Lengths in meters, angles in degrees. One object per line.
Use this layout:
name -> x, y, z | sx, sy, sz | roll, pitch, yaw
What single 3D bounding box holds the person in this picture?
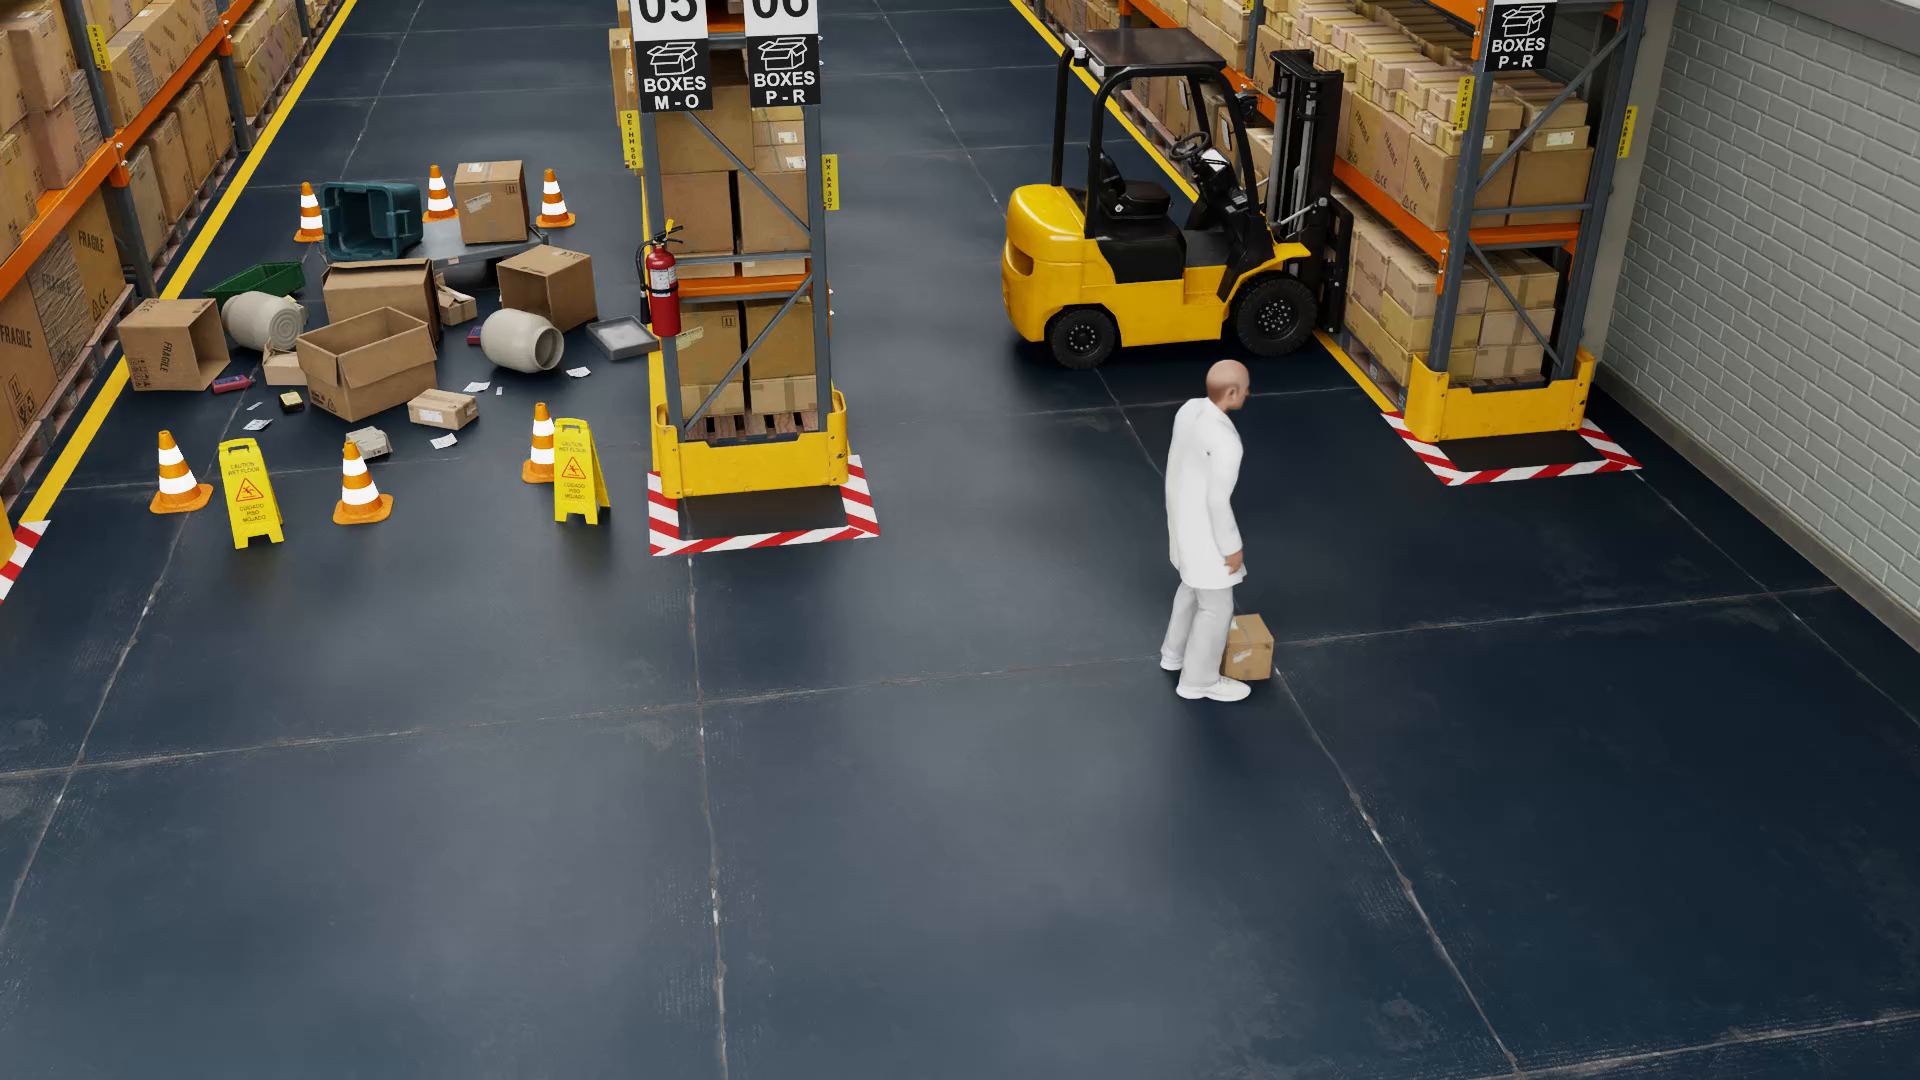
person -> 1.232, -0.063, 8.265 | 0.427, 1.774, 0.625 | -6, 31, -11
